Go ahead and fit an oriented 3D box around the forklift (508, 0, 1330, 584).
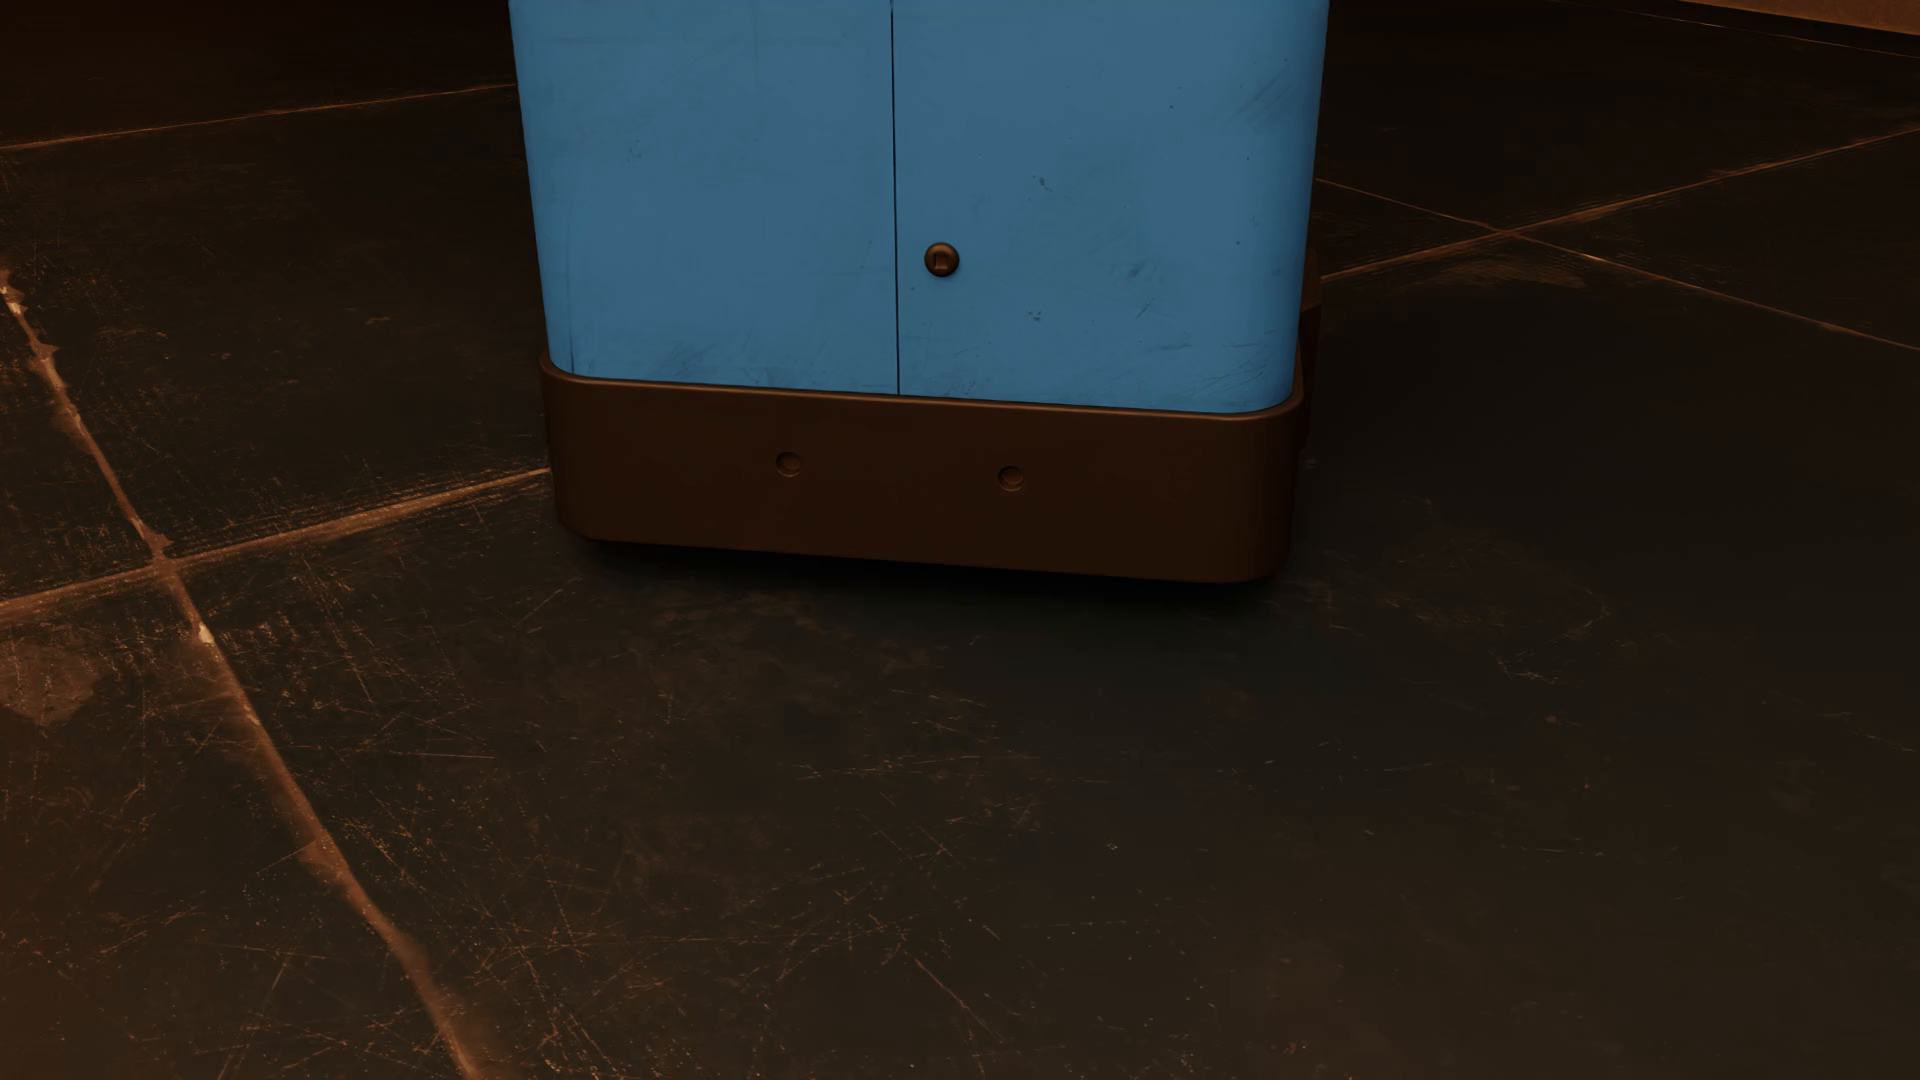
[{"bbox_3d":[0.149,-1.886,2.991,1.130,2.935,3.031,4,27,8],"label":"forklift"}]
